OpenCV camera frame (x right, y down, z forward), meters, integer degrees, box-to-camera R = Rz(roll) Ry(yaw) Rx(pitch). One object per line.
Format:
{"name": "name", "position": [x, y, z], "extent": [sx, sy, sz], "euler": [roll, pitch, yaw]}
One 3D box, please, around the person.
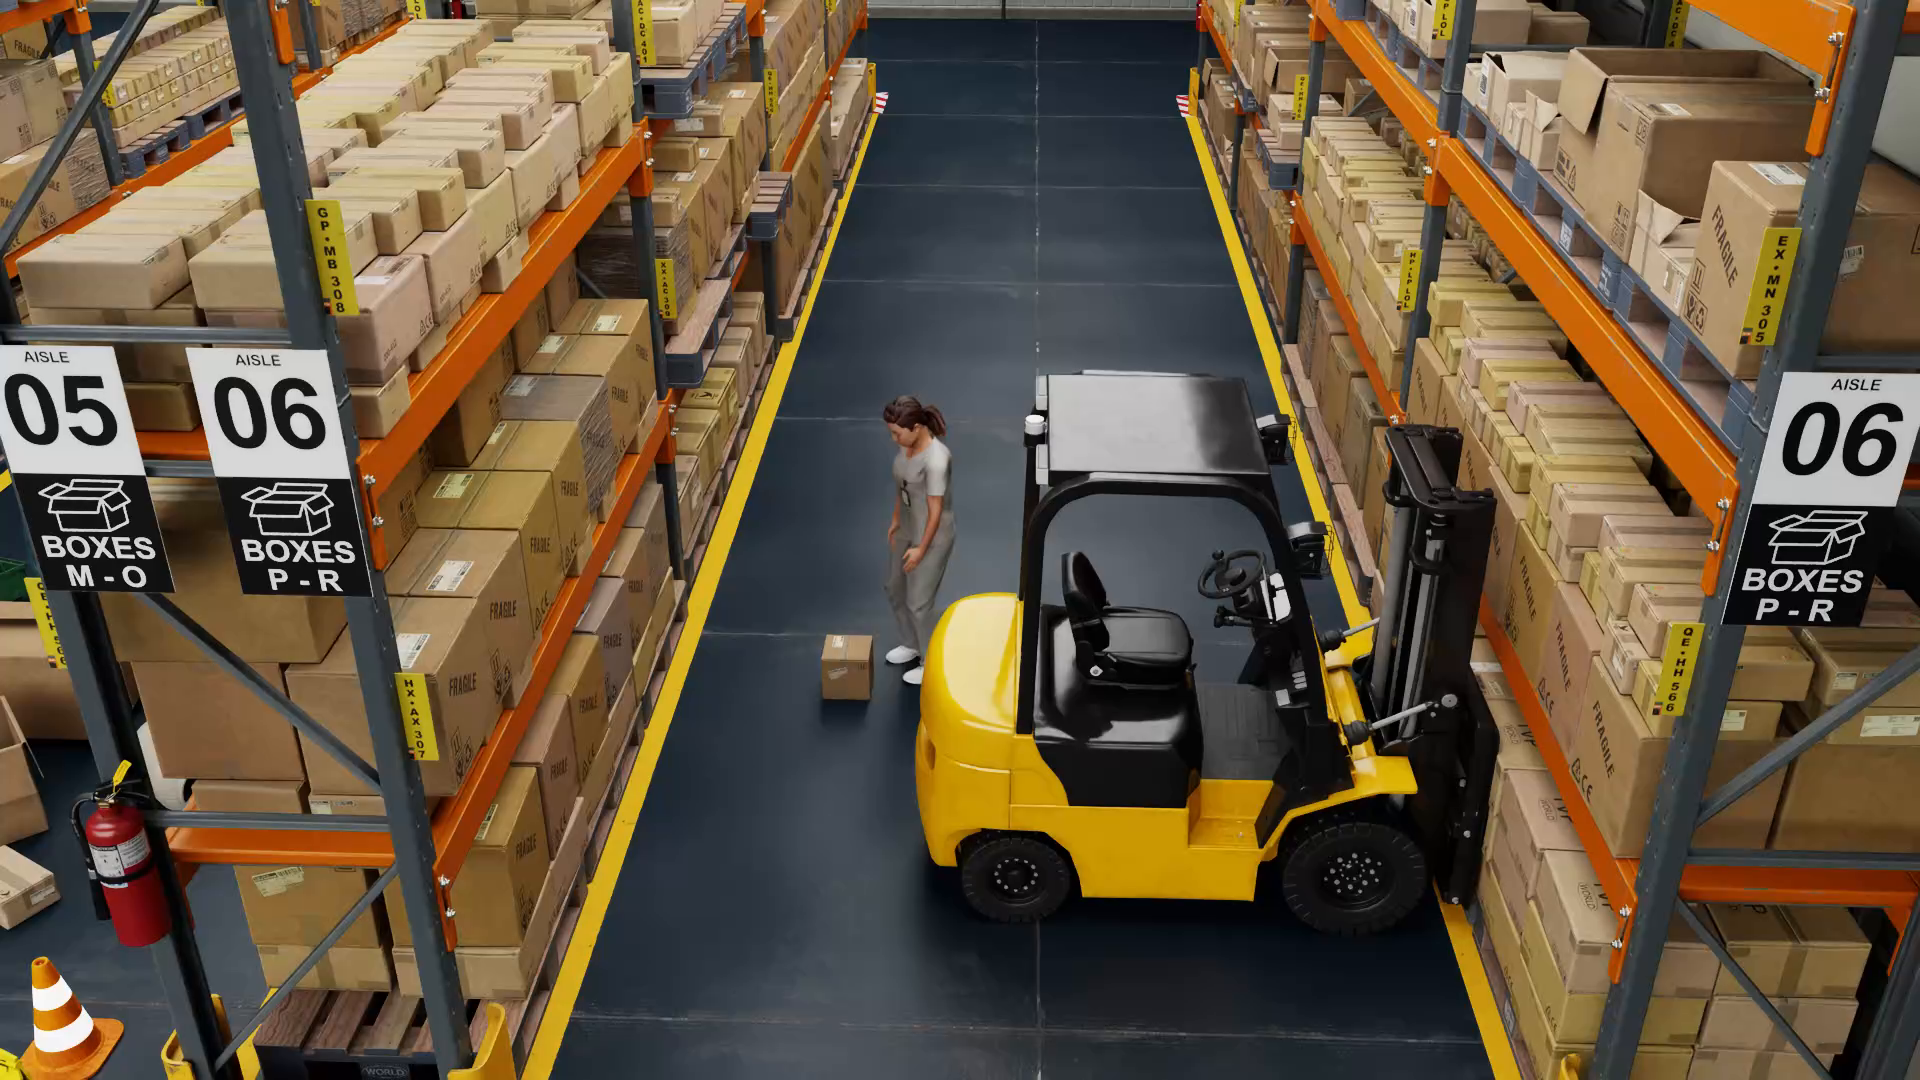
{"name": "person", "position": [-0.210, -0.013, 8.698], "extent": [0.370, 1.637, 0.458], "euler": [-13, 31, -22]}
